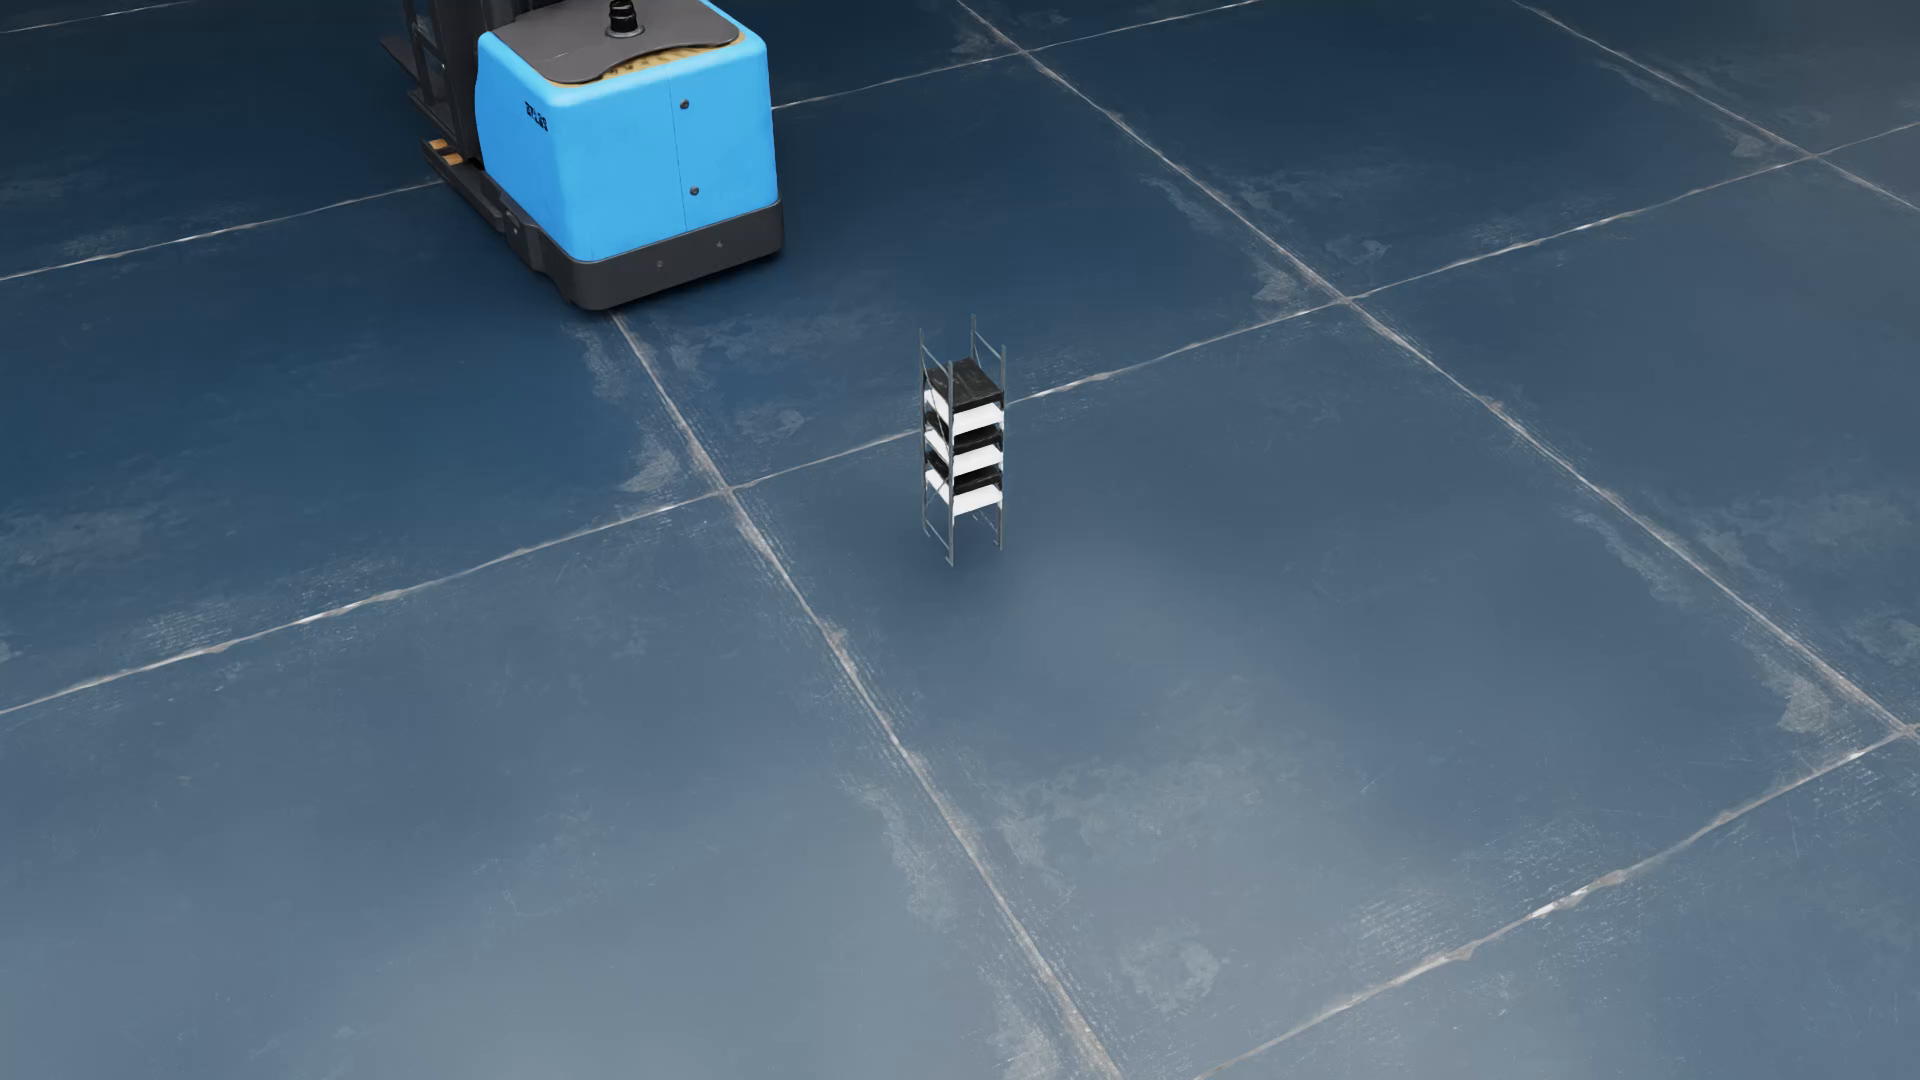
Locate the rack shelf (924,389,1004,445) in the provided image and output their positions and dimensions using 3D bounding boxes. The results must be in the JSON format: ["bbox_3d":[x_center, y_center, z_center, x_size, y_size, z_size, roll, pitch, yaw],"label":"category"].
[{"bbox_3d":[0.007,-0.458,5.867,0.200,0.077,0.258,-19,44,-21],"label":"rack shelf"}]

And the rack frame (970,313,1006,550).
[{"bbox_3d":[0.097,-0.376,5.998,0.006,0.900,0.240,-19,44,-21],"label":"rack frame"}]

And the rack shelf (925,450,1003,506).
[{"bbox_3d":[0.007,-0.252,6.042,0.200,0.077,0.258,-19,44,-21],"label":"rack shelf"}]

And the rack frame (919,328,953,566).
[{"bbox_3d":[-0.083,-0.316,5.926,0.006,0.900,0.240,-19,44,-21],"label":"rack frame"}]

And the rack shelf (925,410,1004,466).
[{"bbox_3d":[0.007,-0.389,5.926,0.200,0.077,0.258,-19,44,-21],"label":"rack shelf"}]

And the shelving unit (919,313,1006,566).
[{"bbox_3d":[0.007,-0.346,5.962,0.210,0.900,0.258,-19,44,-21],"label":"shelving unit"}]

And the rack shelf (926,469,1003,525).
[{"bbox_3d":[0.007,-0.183,6.100,0.200,0.077,0.258,-19,44,-21],"label":"rack shelf"}]

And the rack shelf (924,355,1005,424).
[{"bbox_3d":[0.007,-0.527,5.809,0.200,0.077,0.258,-19,44,-21],"label":"rack shelf"}]

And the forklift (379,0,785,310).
[{"bbox_3d":[-2.070,-3.046,7.580,1.130,2.935,3.031,-24,46,-26],"label":"forklift"}]

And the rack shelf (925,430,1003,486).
[{"bbox_3d":[0.007,-0.320,5.984,0.200,0.077,0.258,-19,44,-21],"label":"rack shelf"}]
